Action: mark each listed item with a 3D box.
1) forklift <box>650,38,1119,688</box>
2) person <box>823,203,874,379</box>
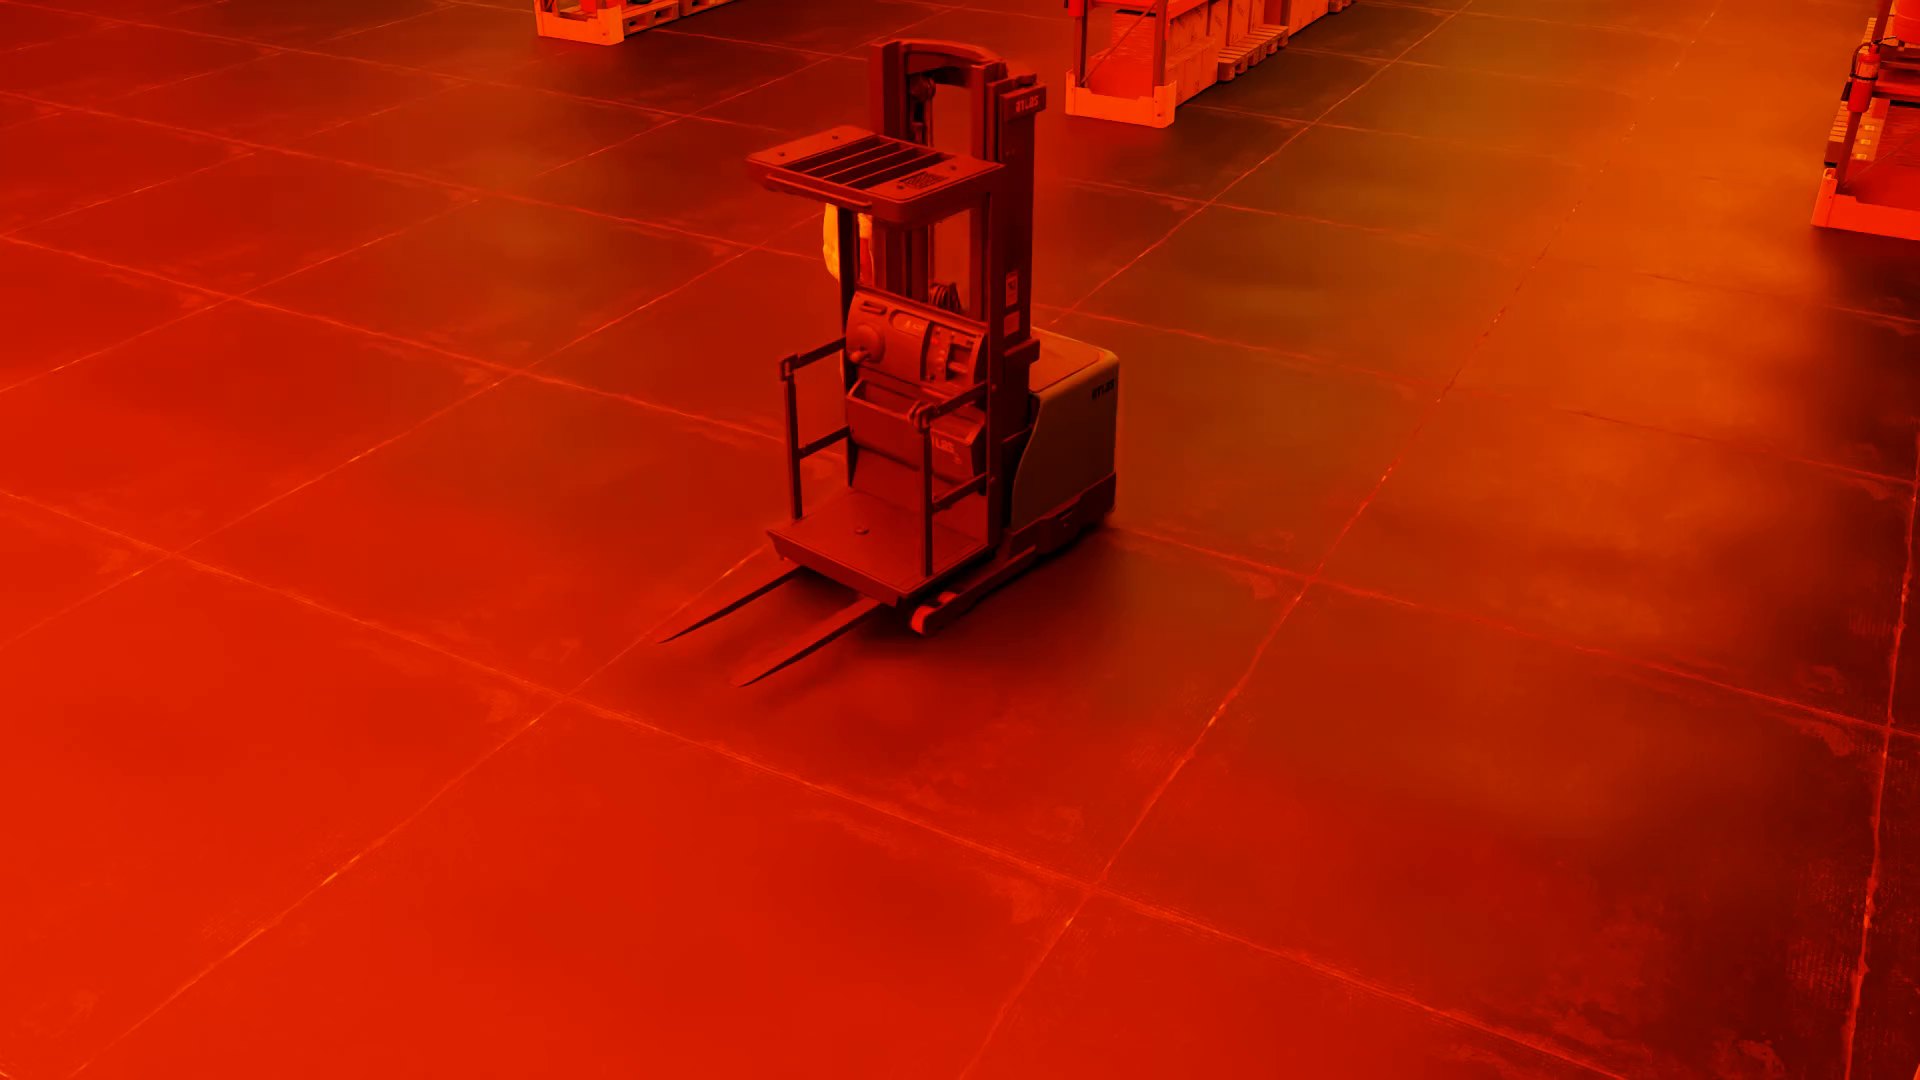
[{"bbox_3d":[-0.385,-1.029,8.853,1.130,2.935,3.031,23,37,34],"label":"forklift"},{"bbox_3d":[-0.696,-1.896,11.532,0.463,1.759,0.627,-11,32,-18],"label":"person"}]
